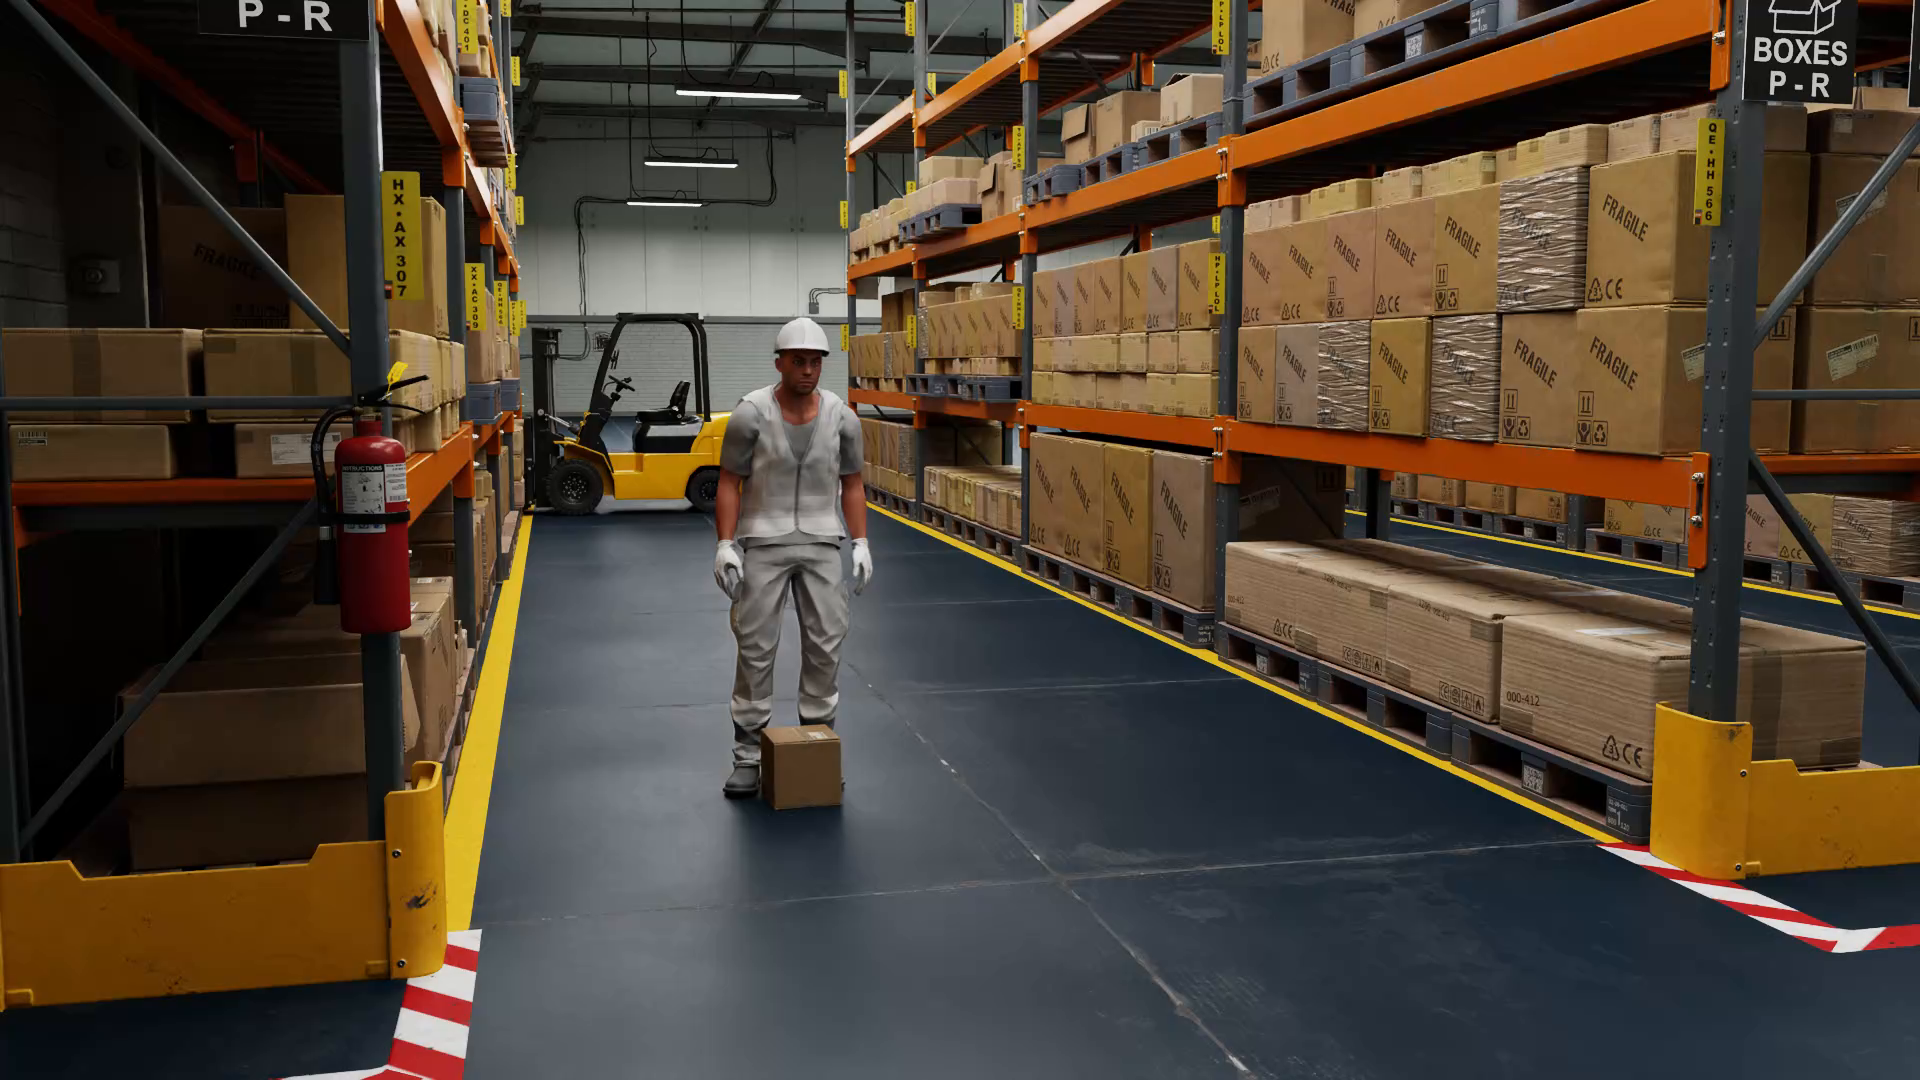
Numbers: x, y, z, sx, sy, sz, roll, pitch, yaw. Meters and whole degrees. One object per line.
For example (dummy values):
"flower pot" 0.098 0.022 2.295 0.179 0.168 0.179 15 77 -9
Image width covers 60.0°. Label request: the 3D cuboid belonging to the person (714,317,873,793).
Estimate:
"person" -0.628 0.056 6.296 0.619 1.779 0.450 -2 6 -17
